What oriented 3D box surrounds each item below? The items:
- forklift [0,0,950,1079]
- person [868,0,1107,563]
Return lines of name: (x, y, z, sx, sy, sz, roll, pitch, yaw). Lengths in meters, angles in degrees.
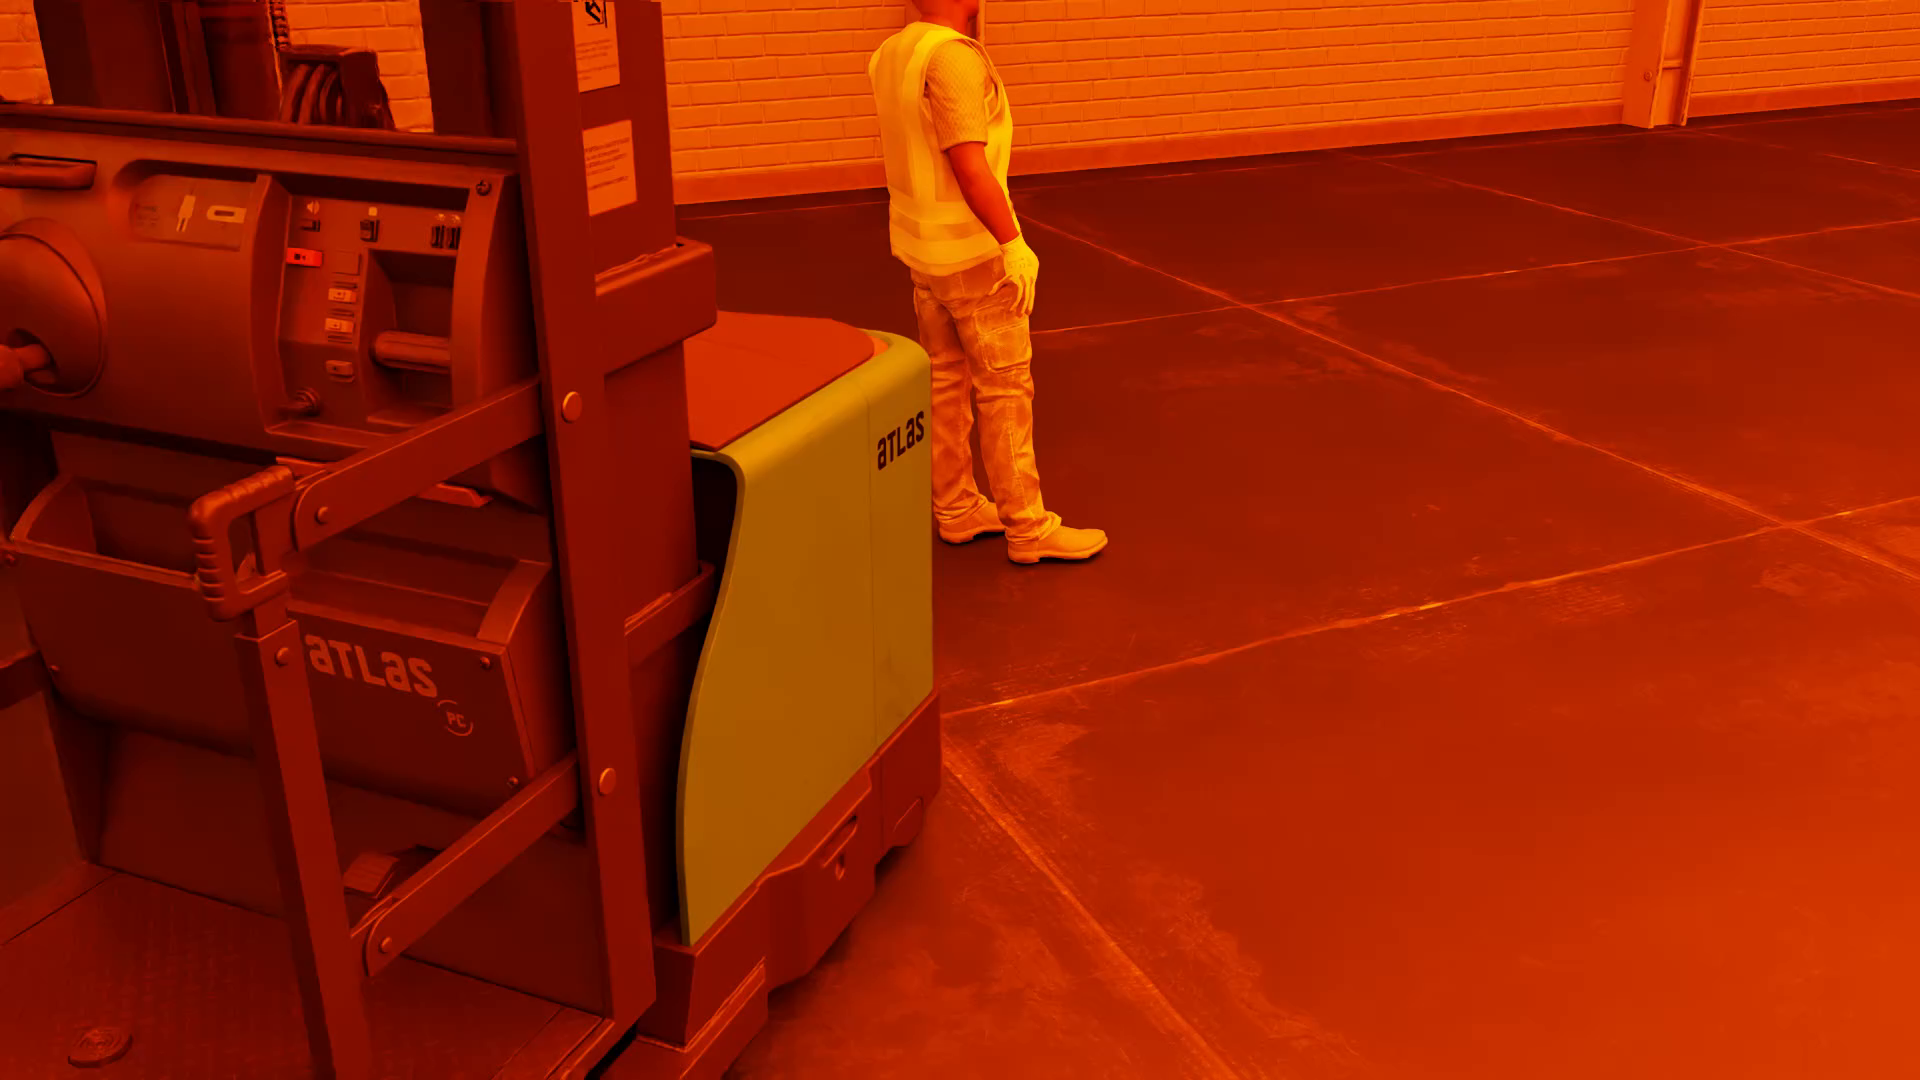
forklift: (-1.066, -0.338, 2.099, 1.130, 2.935, 3.031, 9, 24, 21)
person: (0.068, -0.839, 4.783, 0.577, 1.781, 0.656, -10, 25, -23)
